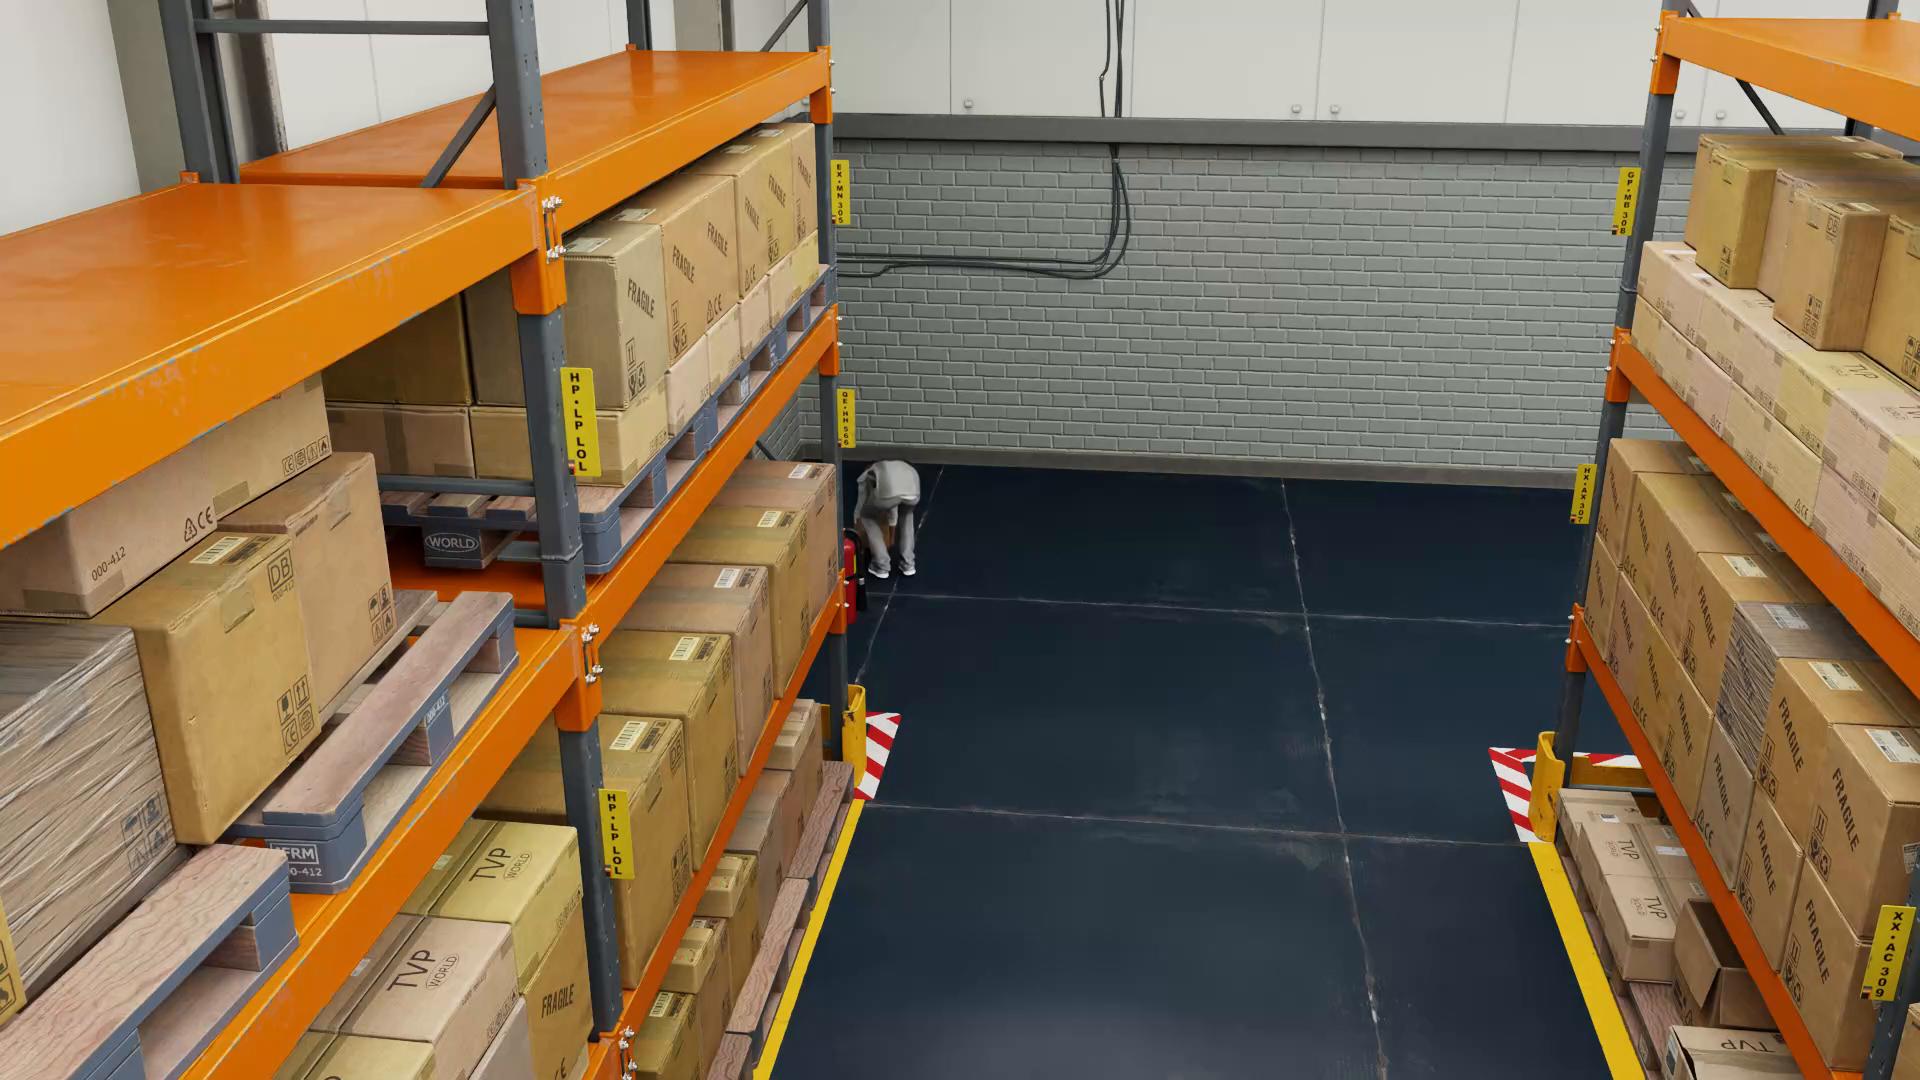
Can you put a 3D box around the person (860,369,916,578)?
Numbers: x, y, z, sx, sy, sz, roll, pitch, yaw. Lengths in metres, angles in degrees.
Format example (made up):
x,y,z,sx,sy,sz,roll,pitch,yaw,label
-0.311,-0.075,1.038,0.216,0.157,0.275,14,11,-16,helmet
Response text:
x,y,z,sx,sy,sz,roll,pitch,yaw,label
-0.537,-0.508,12.403,0.374,1.594,0.518,-8,23,-18,person
